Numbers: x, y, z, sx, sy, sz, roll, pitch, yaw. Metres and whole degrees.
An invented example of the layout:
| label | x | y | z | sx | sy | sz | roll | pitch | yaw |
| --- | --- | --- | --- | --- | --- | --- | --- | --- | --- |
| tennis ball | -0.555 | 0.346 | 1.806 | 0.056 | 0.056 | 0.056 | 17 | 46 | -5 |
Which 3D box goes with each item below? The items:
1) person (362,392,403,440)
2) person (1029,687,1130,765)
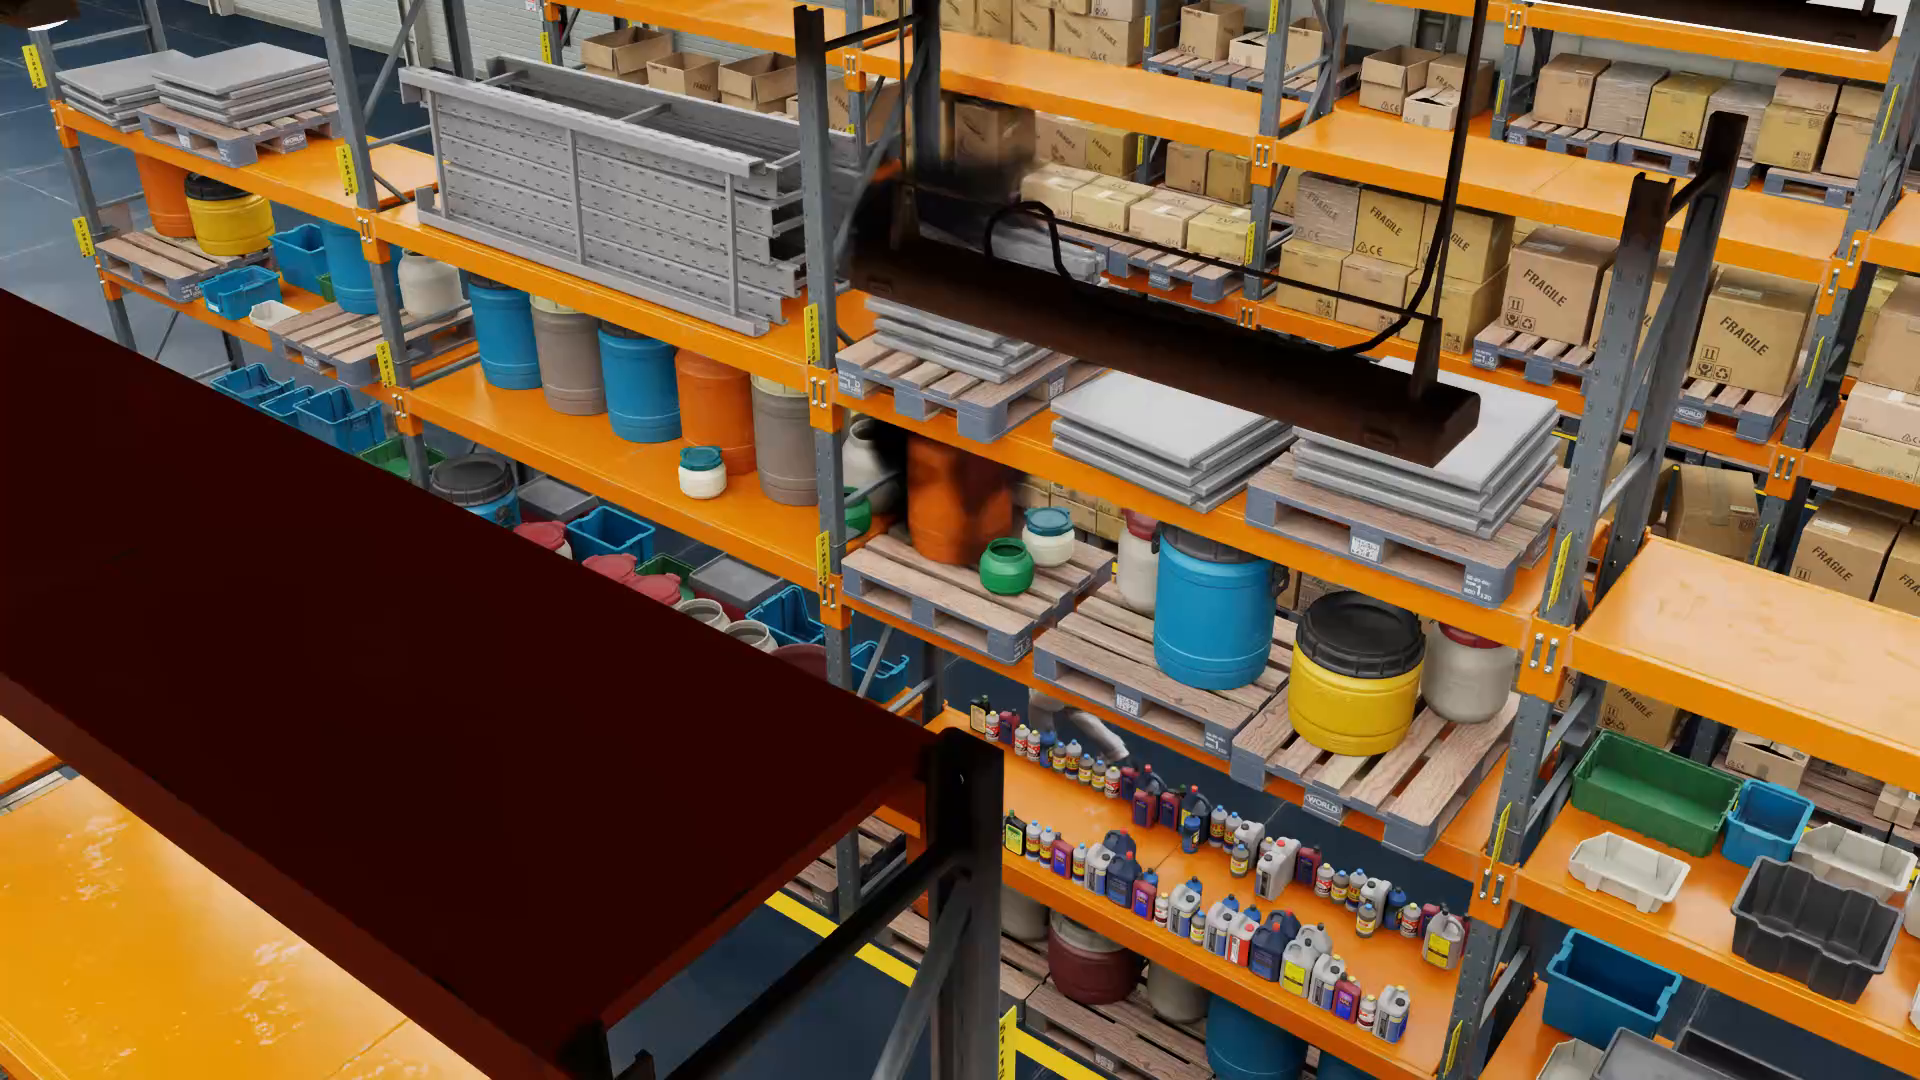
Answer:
| label | x | y | z | sx | sy | sz | roll | pitch | yaw |
| --- | --- | --- | --- | --- | --- | --- | --- | --- | --- |
| person | -5.511 | -1.348 | 15.979 | 0.500 | 1.559 | 0.585 | 14 | 34 | 22 |
| person | 0.810 | 1.005 | 11.988 | 0.956 | 1.765 | 0.724 | 25 | 39 | 35 |
